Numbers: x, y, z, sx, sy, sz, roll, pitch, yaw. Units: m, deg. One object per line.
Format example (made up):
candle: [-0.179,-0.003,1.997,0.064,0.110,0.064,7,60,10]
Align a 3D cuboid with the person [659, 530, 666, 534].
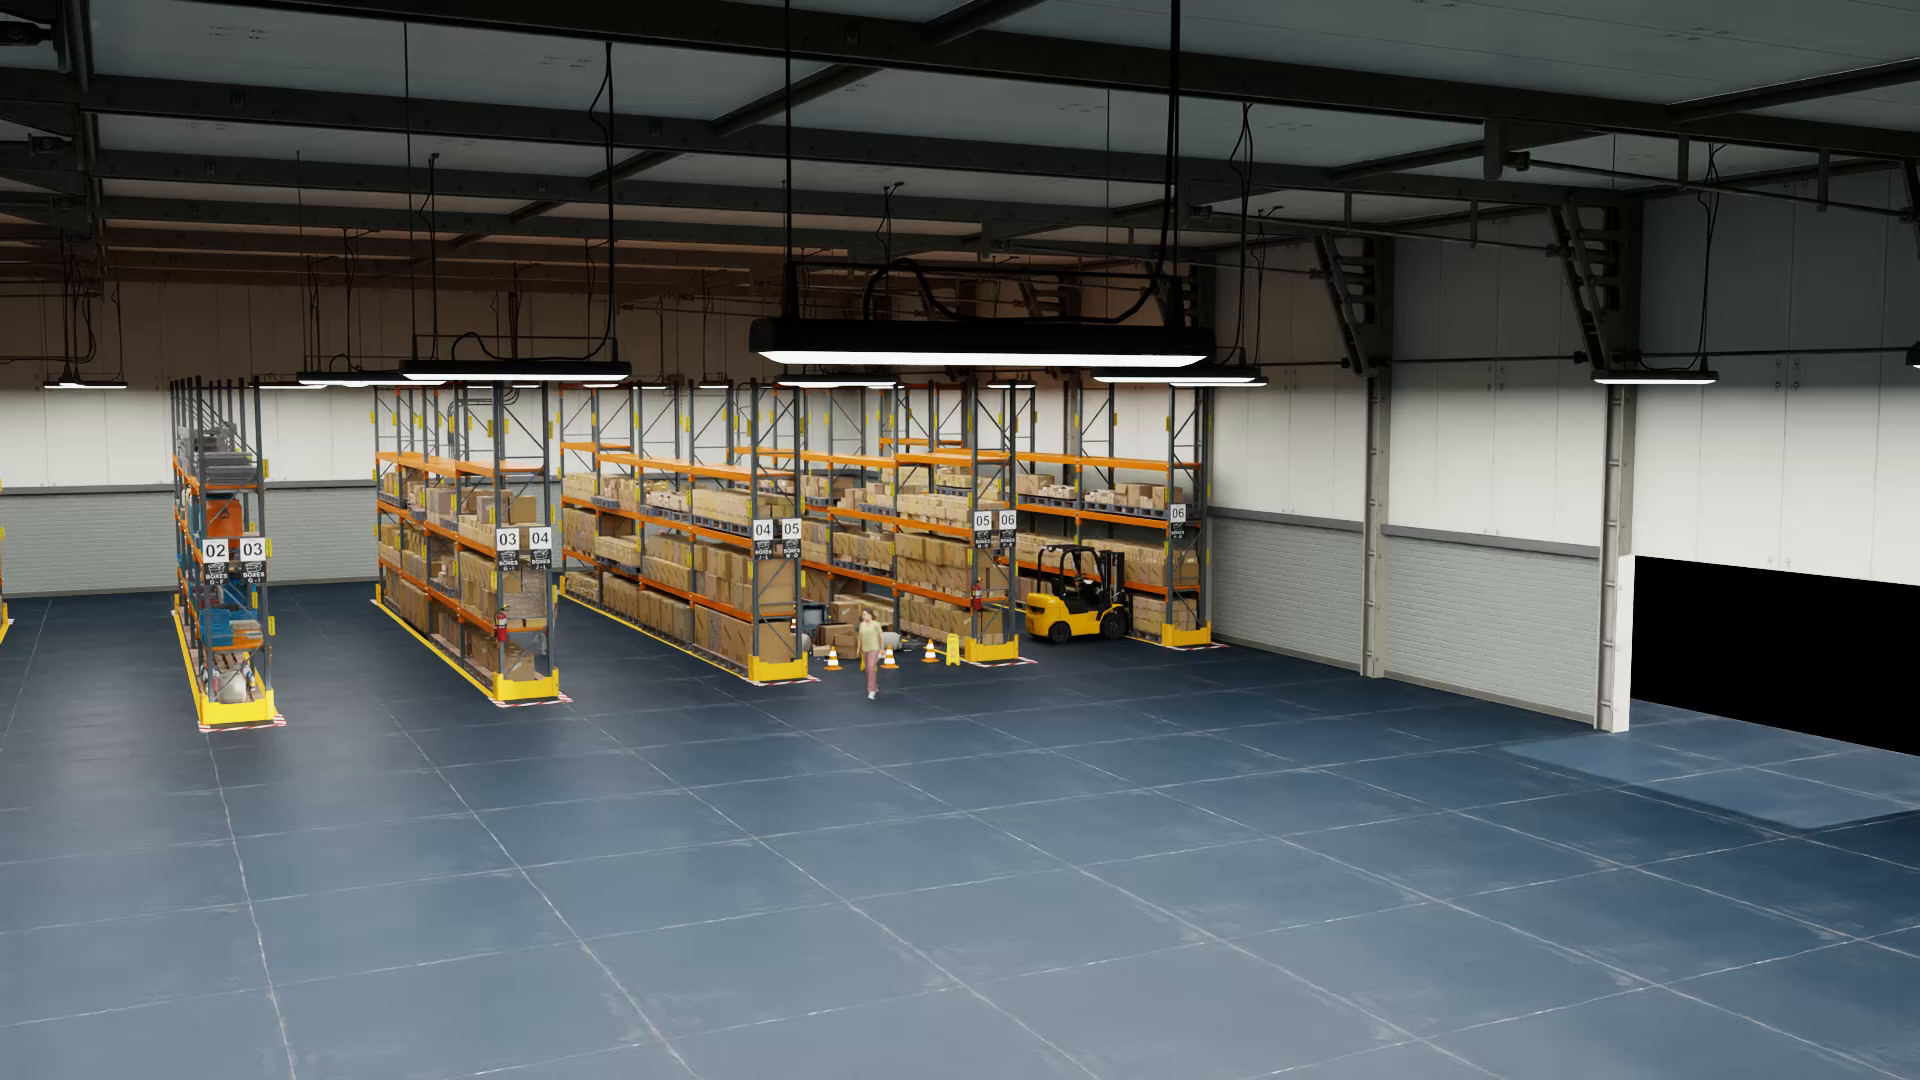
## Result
person: [-8.693,0.564,48.694,0.692,1.737,0.593,-2,6,-23]

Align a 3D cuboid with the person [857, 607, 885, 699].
person: [-1.713,2.109,31.307,0.566,1.669,0.716,3,6,32]

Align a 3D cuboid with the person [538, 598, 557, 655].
person: [-9.167,1.621,36.513,0.626,1.742,0.660,-4,6,-38]
